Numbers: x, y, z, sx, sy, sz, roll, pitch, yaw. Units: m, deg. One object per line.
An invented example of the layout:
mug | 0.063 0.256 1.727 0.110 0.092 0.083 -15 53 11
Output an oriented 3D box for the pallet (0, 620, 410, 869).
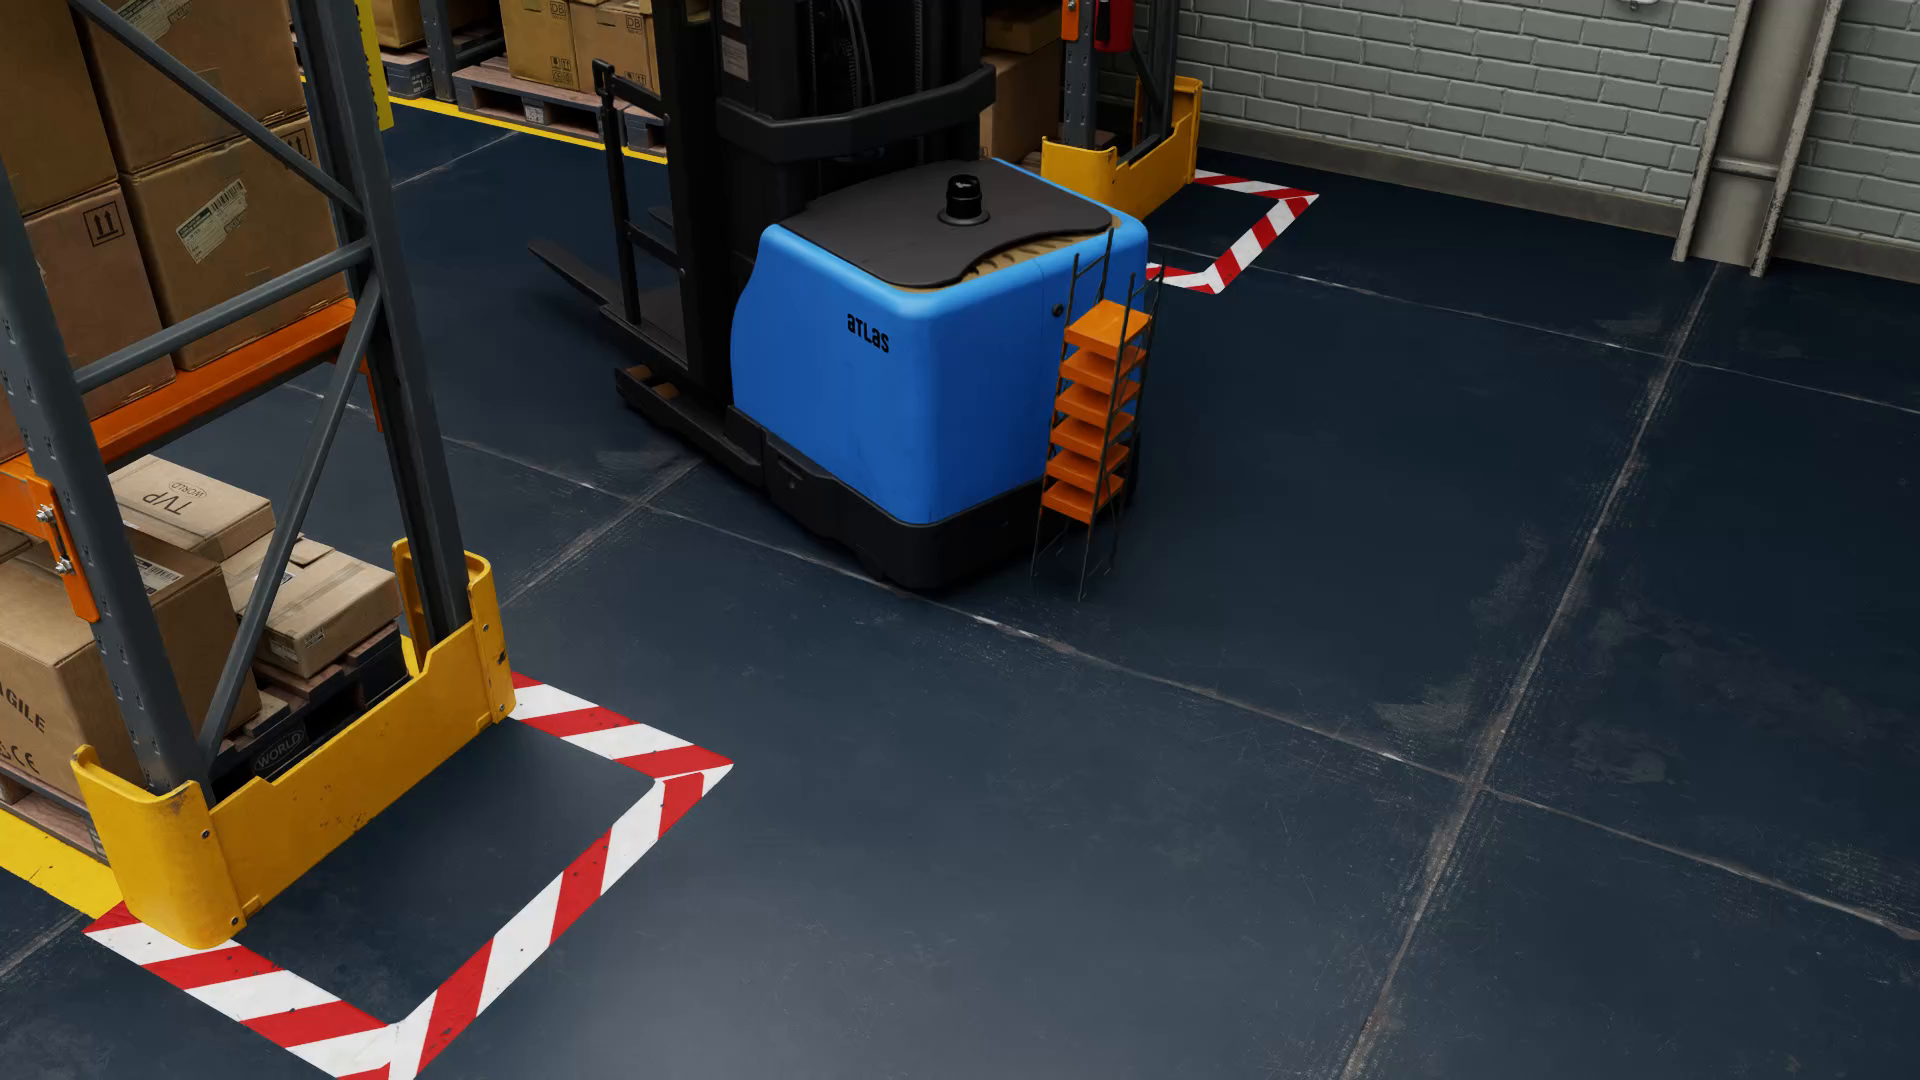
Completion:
pallet | -2.444 0.413 4.940 1.213 0.211 1.003 18 37 24

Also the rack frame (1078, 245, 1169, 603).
rack frame | 0.500 -0.330 5.168 0.006 1.200 0.240 24 40 22

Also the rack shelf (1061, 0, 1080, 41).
rack shelf | -0.967 -3.144 8.414 4.000 0.370 1.077 18 37 24

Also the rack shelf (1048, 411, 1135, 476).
rack shelf | 0.419 -0.329 5.229 0.180 0.103 0.258 24 40 22

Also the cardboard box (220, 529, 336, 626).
cardboard box | -2.095 0.139 4.995 0.250 0.166 0.380 18 37 24

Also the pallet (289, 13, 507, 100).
pallet | -3.411 -3.009 10.077 1.213 0.211 1.003 18 37 24

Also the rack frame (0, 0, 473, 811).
rack frame | -1.685 -0.508 3.807 0.127 3.000 1.000 18 37 24

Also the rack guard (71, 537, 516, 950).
rack guard | -1.751 0.511 4.531 0.348 0.500 1.175 18 37 24

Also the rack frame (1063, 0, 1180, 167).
rack frame | 0.769 -2.893 7.388 0.127 3.000 1.000 18 37 24

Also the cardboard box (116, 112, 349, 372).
cardboard box | -1.940 -0.799 4.153 0.500 0.500 0.500 18 38 25

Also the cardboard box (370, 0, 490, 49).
cardboard box | -3.332 -3.389 9.694 0.750 0.750 0.750 18 38 25

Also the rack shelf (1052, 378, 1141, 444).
rack shelf | 0.429 -0.425 5.157 0.180 0.103 0.258 24 40 22

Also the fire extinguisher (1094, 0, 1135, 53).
fire extinguisher | 0.671 -2.442 7.117 0.183 0.674 0.296 18 37 24

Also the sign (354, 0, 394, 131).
sign | -1.416 -1.130 3.959 0.005 0.325 0.100 18 37 24

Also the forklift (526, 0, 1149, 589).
forklift | -0.693 -1.811 5.826 1.130 2.935 3.031 -24 41 -32

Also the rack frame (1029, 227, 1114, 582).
rack frame | 0.345 -0.398 5.237 0.006 1.200 0.240 24 40 22

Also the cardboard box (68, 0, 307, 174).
cardboard box | -1.940 -1.215 3.876 0.500 0.500 0.500 19 38 26

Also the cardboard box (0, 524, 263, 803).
cardboard box | -2.280 0.318 4.425 0.500 0.500 0.500 18 37 24

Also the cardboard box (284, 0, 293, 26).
cardboard box | -4.106 -3.632 10.059 0.750 0.750 0.750 19 38 26

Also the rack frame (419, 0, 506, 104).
rack frame | -2.703 -3.993 9.040 0.127 3.000 1.000 18 37 24

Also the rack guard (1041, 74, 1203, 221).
rack guard | 0.790 -1.846 8.071 0.348 0.500 1.175 18 37 24

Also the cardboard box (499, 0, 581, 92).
cardboard box | -2.105 -2.873 9.234 0.500 0.500 0.700 18 38 25

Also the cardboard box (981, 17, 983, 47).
cardboard box | -0.090 -2.390 7.923 0.250 0.149 0.380 17 37 24

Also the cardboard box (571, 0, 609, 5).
cardboard box | -1.898 -2.961 8.781 0.250 0.149 0.380 19 38 26

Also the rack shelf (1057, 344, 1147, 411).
rack shelf | 0.439 -0.521 5.086 0.180 0.103 0.258 24 40 22

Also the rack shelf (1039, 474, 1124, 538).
rack shelf | 0.399 -0.137 5.371 0.180 0.103 0.258 24 40 22

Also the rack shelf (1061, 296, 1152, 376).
rack shelf | 0.449 -0.617 5.015 0.180 0.103 0.258 24 40 22

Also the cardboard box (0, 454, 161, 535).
cardboard box | -2.885 -0.108 5.290 0.500 0.250 0.500 18 37 24

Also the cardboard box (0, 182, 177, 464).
cardboard box | -2.209 -0.542 3.768 0.500 0.500 0.500 19 38 26

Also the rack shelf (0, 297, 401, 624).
rack shelf | -3.422 -0.759 4.832 4.000 0.370 1.077 18 37 24

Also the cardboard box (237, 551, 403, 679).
cardboard box | -1.878 0.215 4.897 0.250 0.149 0.380 18 37 24

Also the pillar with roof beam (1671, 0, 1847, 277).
pillar with roof beam | 1.407 -2.992 2.125 0.400 9.000 9.100 18 37 24

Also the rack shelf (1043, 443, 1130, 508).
rack shelf | 0.409 -0.233 5.300 0.180 0.103 0.258 24 40 22

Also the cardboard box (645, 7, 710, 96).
cardboard box | -1.226 -2.591 8.810 0.500 0.500 0.700 18 38 25

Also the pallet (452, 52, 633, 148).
pallet | -2.082 -2.586 9.443 1.213 0.211 1.003 18 37 24

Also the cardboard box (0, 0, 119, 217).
cardboard box | -2.208 -0.956 3.487 0.500 0.500 0.500 17 37 24

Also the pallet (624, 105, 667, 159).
pallet | -1.019 -2.251 8.940 1.213 0.211 1.003 18 37 24

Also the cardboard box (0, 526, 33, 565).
cardboard box | -3.089 0.146 4.908 0.500 0.250 0.500 18 37 24

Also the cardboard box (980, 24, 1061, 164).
cardboard box | 0.112 -2.172 8.182 0.500 0.500 0.700 18 37 24

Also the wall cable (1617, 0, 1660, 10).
wall cable | 2.350 -3.419 7.262 1.851 1.984 0.084 18 37 24

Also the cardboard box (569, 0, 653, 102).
cardboard box | -1.671 -2.733 9.024 0.500 0.500 0.700 17 37 24

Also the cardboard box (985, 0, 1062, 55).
cardboard box | 0.320 -2.504 8.095 0.250 0.149 0.380 18 38 25

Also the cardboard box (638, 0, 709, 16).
cardboard box | -1.445 -2.817 8.565 0.250 0.149 0.380 16 37 23

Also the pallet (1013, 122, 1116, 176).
pallet | 0.036 -1.915 8.435 1.213 0.211 1.003 18 37 24

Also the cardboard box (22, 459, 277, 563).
cardboard box | -2.451 0.029 5.083 0.500 0.250 0.500 18 37 24

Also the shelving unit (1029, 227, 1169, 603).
shelving unit | 0.423 -0.364 5.202 0.189 1.200 0.258 24 40 22
